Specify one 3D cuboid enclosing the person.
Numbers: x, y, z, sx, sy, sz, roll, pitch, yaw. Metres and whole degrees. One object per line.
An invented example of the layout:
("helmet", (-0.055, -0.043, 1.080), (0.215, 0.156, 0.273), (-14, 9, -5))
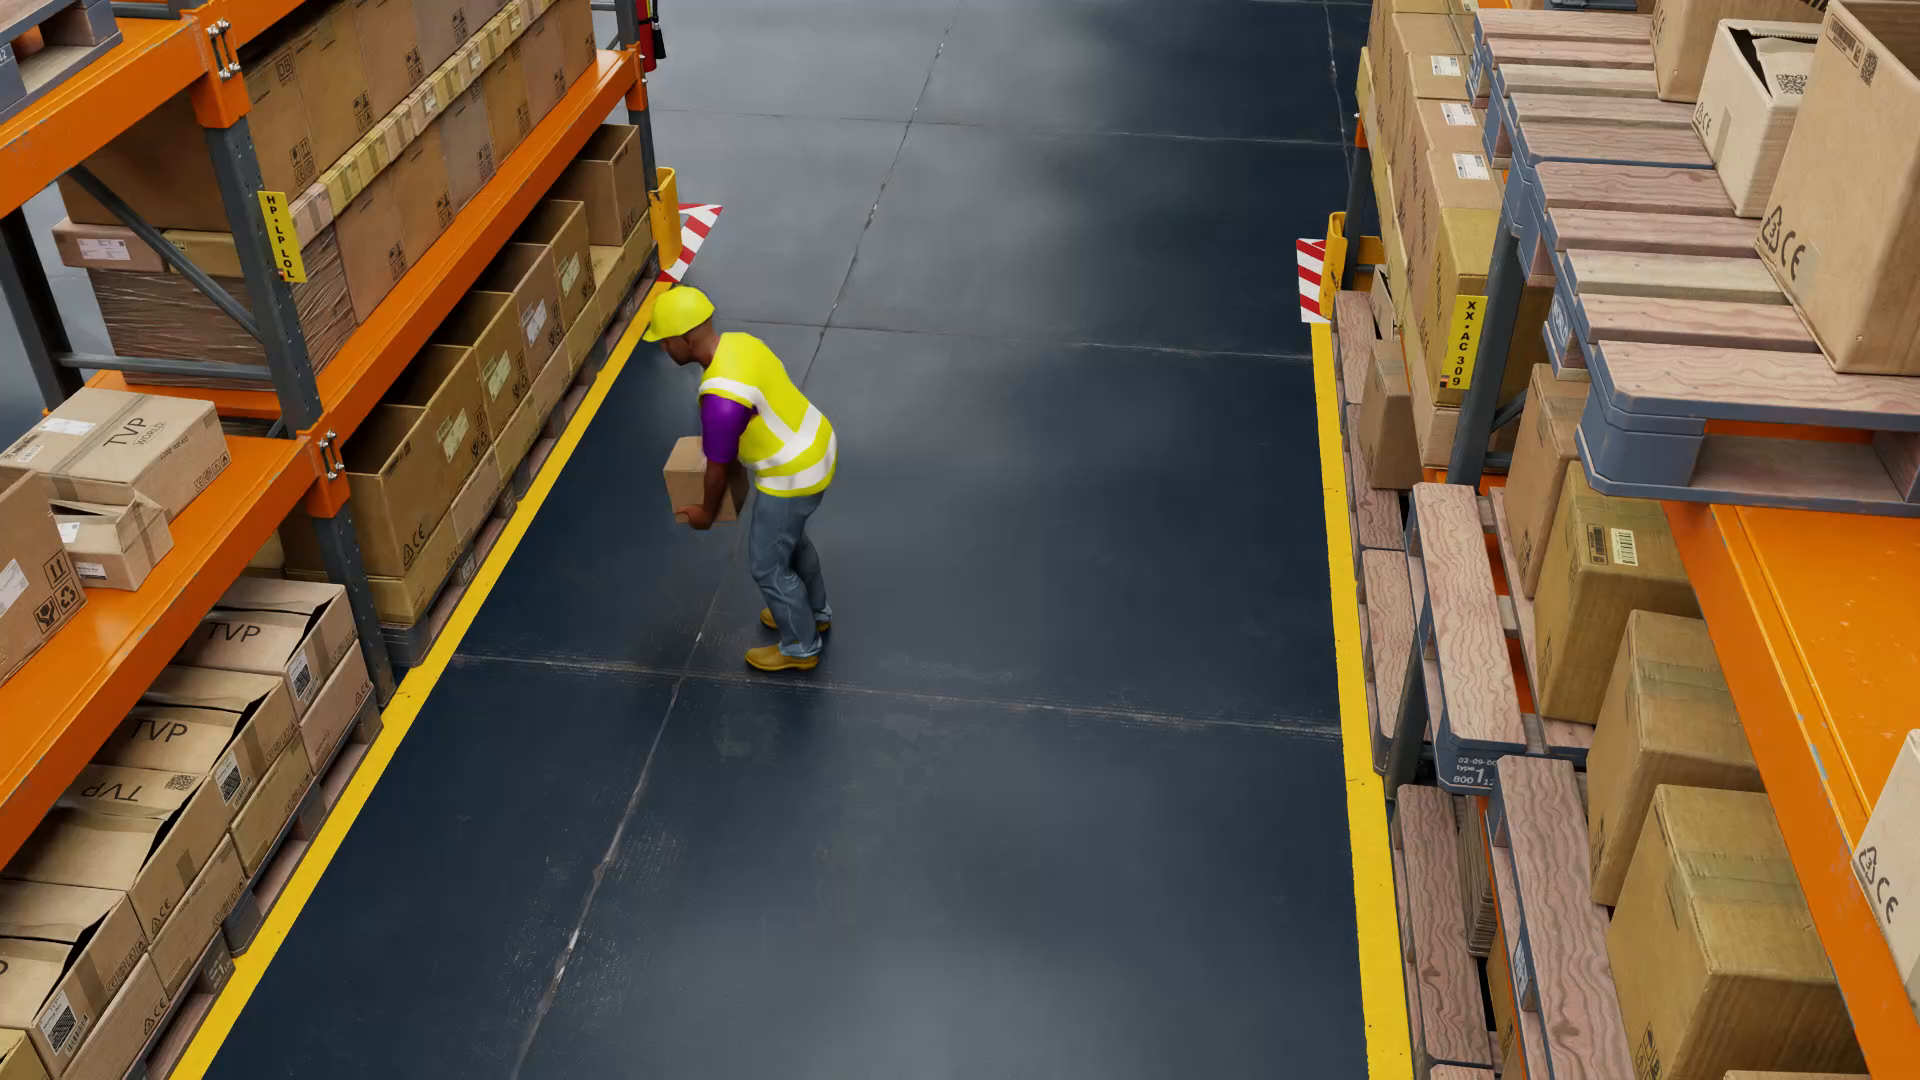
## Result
("person", (-0.832, -0.236, 6.544), (0.693, 1.657, 0.483), (4, 36, 5))
